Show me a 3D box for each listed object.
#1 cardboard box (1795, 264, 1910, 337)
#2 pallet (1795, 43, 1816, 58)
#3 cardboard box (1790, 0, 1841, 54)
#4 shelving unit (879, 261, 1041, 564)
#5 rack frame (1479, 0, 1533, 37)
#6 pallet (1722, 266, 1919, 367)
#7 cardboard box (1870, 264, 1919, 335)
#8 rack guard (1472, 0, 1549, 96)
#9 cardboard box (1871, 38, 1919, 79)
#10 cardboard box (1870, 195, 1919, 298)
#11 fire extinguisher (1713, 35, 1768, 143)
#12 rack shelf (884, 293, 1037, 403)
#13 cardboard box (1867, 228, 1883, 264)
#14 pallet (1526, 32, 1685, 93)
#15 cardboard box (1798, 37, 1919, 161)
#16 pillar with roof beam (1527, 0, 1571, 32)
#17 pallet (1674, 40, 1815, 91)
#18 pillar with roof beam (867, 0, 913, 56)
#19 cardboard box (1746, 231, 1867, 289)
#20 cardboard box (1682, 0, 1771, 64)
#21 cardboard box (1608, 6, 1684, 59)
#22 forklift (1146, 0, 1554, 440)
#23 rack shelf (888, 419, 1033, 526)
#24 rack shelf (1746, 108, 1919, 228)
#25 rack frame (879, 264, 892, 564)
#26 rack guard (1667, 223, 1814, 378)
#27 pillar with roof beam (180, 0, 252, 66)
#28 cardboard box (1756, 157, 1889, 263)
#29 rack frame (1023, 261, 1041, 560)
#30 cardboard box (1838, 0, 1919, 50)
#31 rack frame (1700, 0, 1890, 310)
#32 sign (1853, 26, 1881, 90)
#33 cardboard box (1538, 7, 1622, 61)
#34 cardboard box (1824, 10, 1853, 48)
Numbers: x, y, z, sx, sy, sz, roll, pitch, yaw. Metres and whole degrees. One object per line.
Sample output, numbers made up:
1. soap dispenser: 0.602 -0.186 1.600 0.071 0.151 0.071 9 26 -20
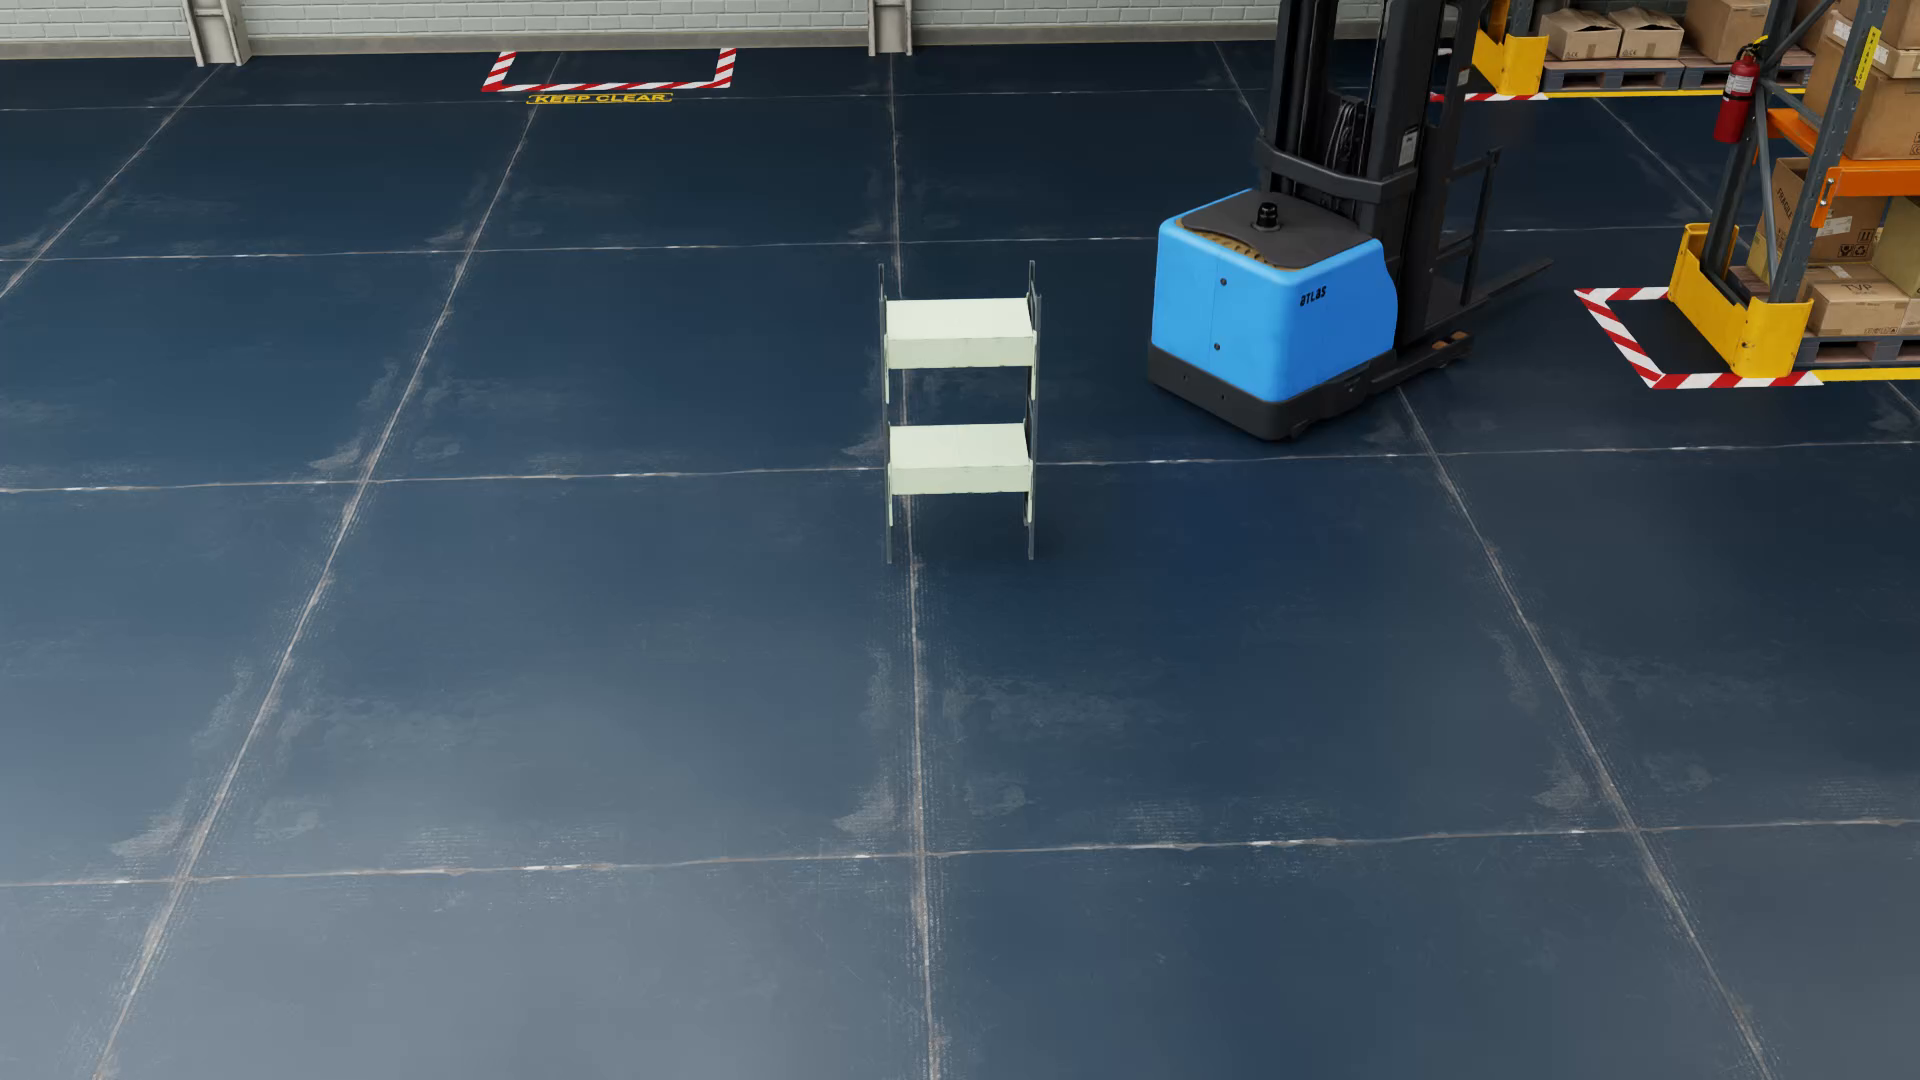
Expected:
1. cardboard box: 5.483 -1.489 10.313 0.500 0.250 0.500 -2 35 -2
2. pallet: 8.025 -4.298 14.775 1.213 0.211 1.003 -2 35 -2
3. cardboard box: 7.660 -4.585 14.550 0.500 0.500 0.500 -4 35 -6
4. shelving unit: -0.007 -0.617 8.323 0.755 1.500 0.431 -2 35 -2
5. rack frame: 4.699 -5.375 13.881 0.127 3.000 1.000 -2 35 -2
6. pallet: 5.699 -1.457 10.670 1.213 0.211 1.003 -2 35 -2
7. cardboard box: 5.983 -1.505 10.336 0.500 0.250 0.500 -2 35 -2
8. rack guard: 4.775 -4.349 14.595 0.348 0.500 1.175 -2 35 -2
9. cardboard box: 5.339 -2.755 9.438 0.250 0.149 0.380 -2 35 -3
10. cardboard box: 5.983 -1.812 10.121 0.500 0.500 0.500 -2 35 -2
11. fire extinguisher: 4.797 -2.788 10.211 0.183 0.674 0.296 -2 35 -2
12. rack shelf: -0.007 -0.937 8.101 0.720 0.370 0.431 -2 35 -2
13. cardboard box: 5.958 -1.804 10.768 0.500 0.250 0.500 -2 35 -2
14. pallet: 5.588 -4.232 14.680 1.213 0.211 1.003 -2 35 -2
15. cardboard box: 5.404 -2.606 9.791 0.500 0.500 0.700 -2 35 -2
16. pillar with roof beam: 5.561 -5.905 9.375 0.400 9.000 9.100 -2 35 -2
17. pallet: 6.804 -4.263 14.725 1.213 0.211 1.003 -2 35 -2
18. pillar with roof beam: -0.432 -5.744 9.142 0.400 9.000 9.100 -2 35 -2
19. cardboard box: 5.459 -1.784 10.739 0.500 0.250 0.500 -2 35 -2
20. cardboard box: 6.699 -4.502 14.430 0.500 0.500 0.700 -4 35 -5
21. cardboard box: 5.964 -4.433 14.496 0.500 0.311 0.500 1 35 2
22. forklift: 2.577 -2.472 9.747 3.031 2.935 1.130 -26 42 -32
23. rack shelf: -0.007 -0.348 8.508 0.720 0.370 0.431 -2 35 -2
24. rack shelf: 6.935 -2.317 10.095 4.000 0.370 1.077 -2 35 -2
25. rack frame: -0.372 -0.607 8.309 0.023 1.500 0.400 -2 35 -2
26. rack guard: 4.913 -1.531 10.523 0.348 0.500 1.175 -2 35 -2
27. pillar with roof beam: -6.426 -5.582 8.908 0.400 9.000 9.100 -2 35 -2
28. cardboard box: 5.459 -2.093 10.527 0.500 0.500 0.500 -2 35 -2
29. rack frame: 0.359 -0.626 8.337 0.023 1.500 0.400 -2 35 -2
30. cardboard box: 5.457 -3.141 9.424 0.500 0.500 0.700 -1 35 -2
31. rack frame: 4.937 -2.559 9.812 0.127 3.000 1.000 -2 35 -2
32. sign: 4.957 -2.632 9.087 0.005 0.325 0.100 -2 35 -2
33. cardboard box: 5.394 -4.418 14.474 0.500 0.311 0.500 -5 35 -8
34. cardboard box: 5.310 -2.986 9.771 0.250 0.149 0.380 -2 35 -3
